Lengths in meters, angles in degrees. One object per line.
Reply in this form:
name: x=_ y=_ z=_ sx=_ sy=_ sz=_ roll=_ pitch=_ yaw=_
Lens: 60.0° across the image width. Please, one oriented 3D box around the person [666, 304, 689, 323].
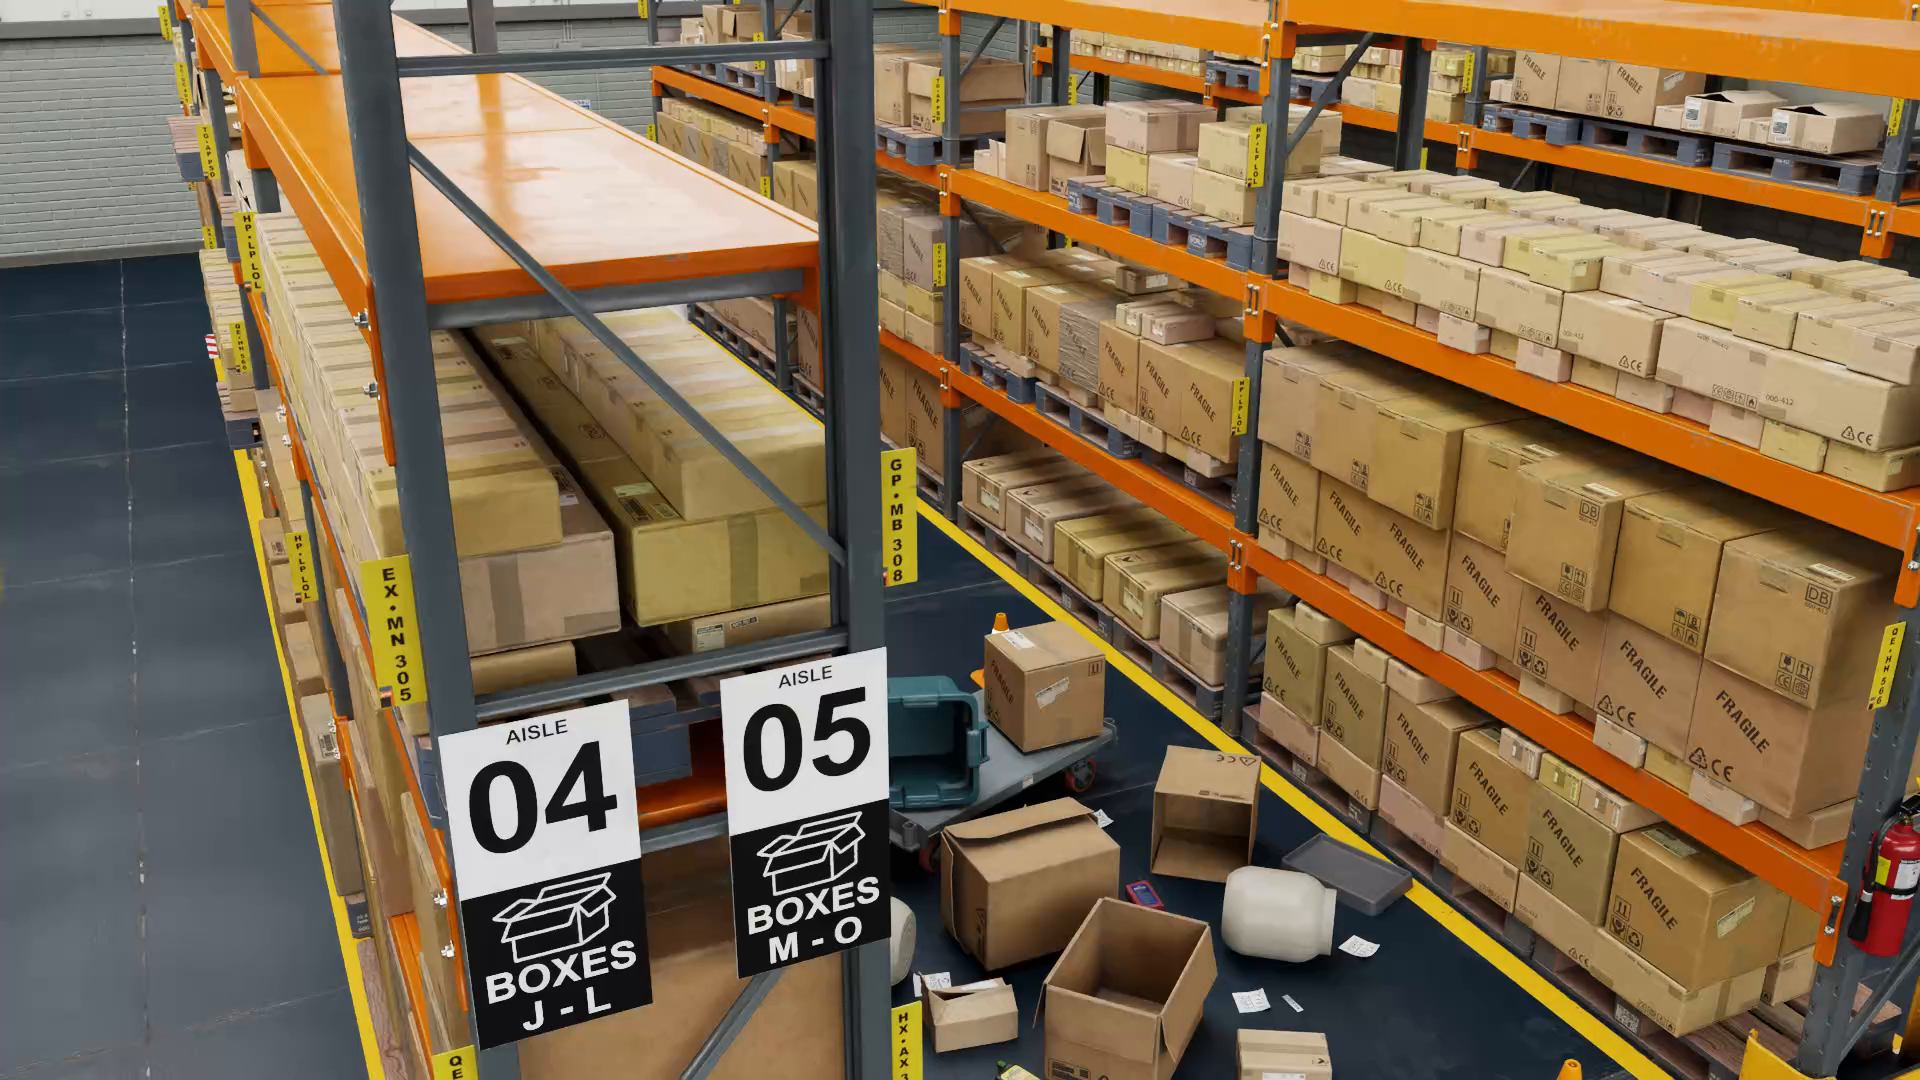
person: x=-2.964 y=-2.388 z=16.561 sx=0.581 sy=1.724 sz=1.130 roll=-9 pitch=24 yaw=-22
